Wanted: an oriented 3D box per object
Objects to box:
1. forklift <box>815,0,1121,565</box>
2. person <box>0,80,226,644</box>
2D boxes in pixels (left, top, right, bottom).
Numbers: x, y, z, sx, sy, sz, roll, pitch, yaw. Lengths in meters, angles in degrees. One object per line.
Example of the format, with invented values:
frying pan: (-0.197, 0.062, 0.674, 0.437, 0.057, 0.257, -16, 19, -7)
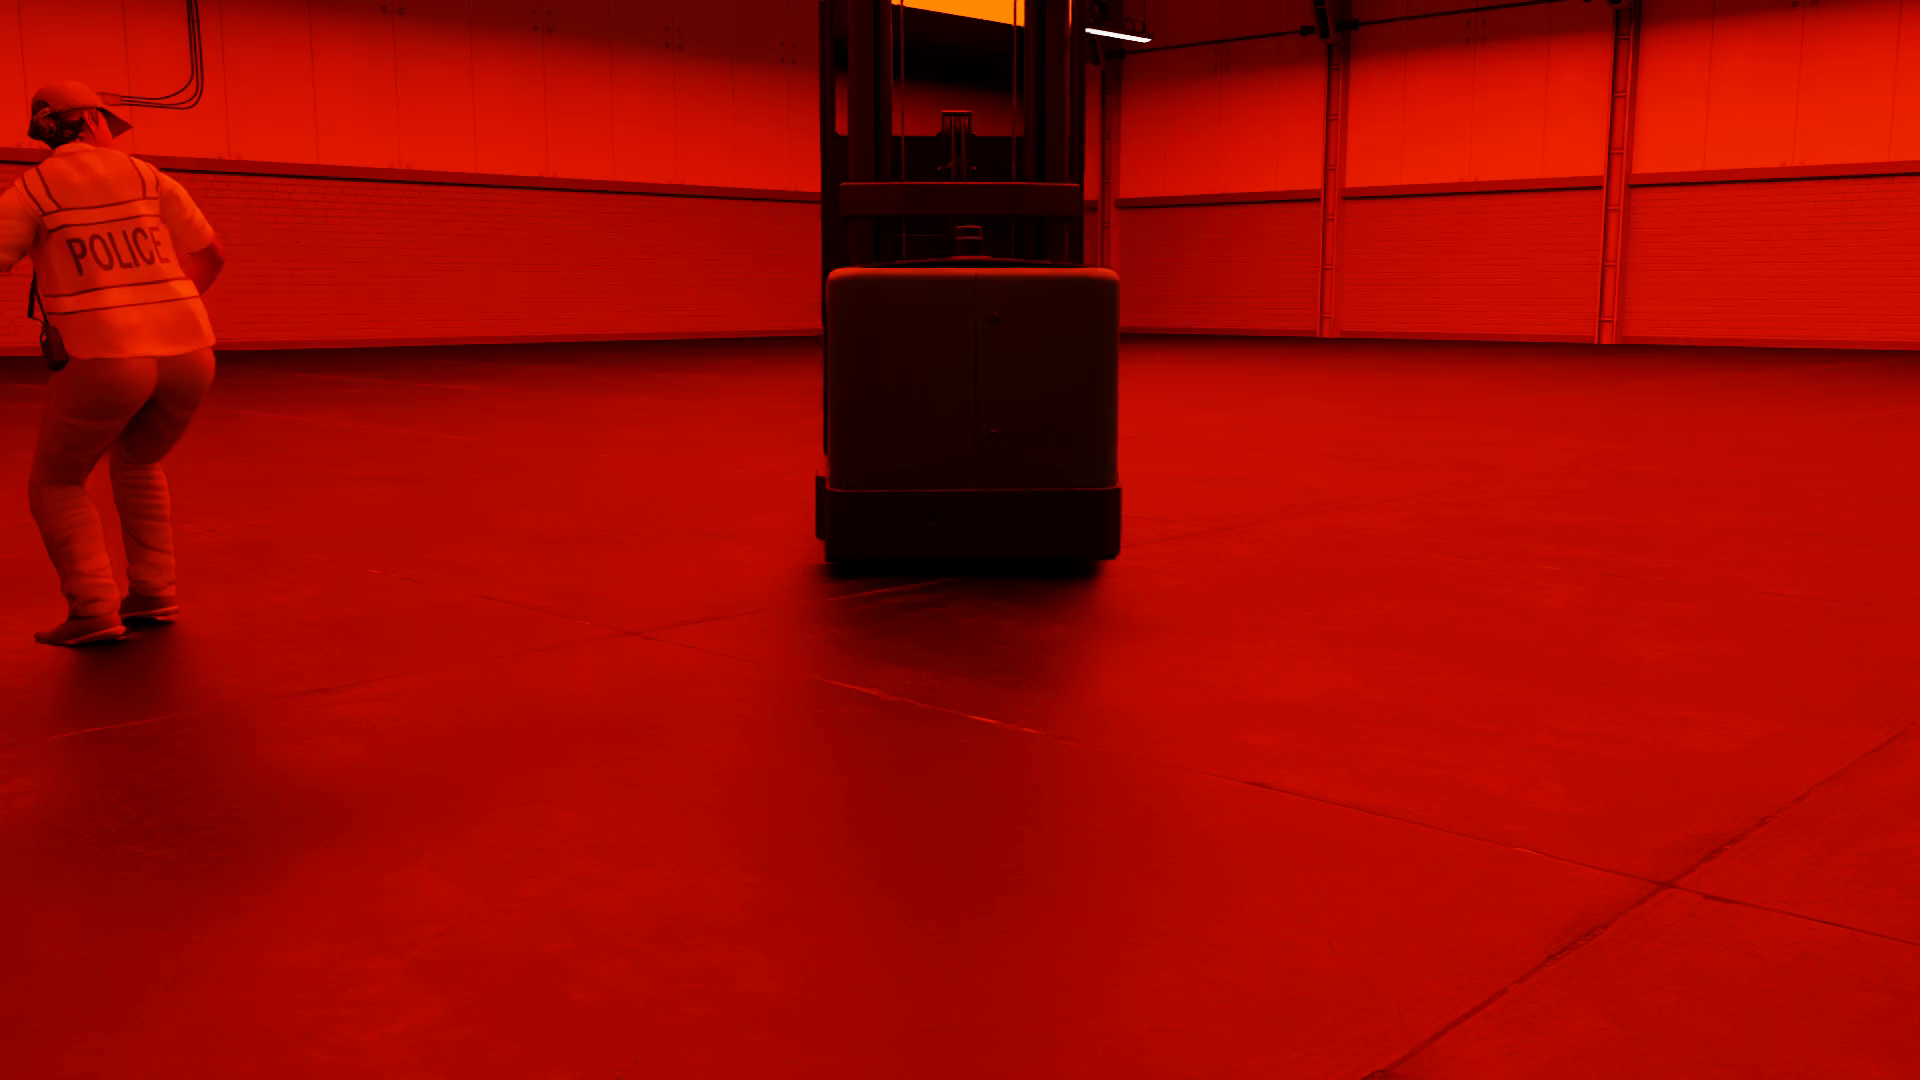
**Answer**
forklift: (-0.049, -1.540, 7.102, 1.130, 2.935, 3.031, -1, 9, -4)
person: (-2.521, -0.508, 4.844, 0.597, 1.619, 0.720, 6, 11, 36)
